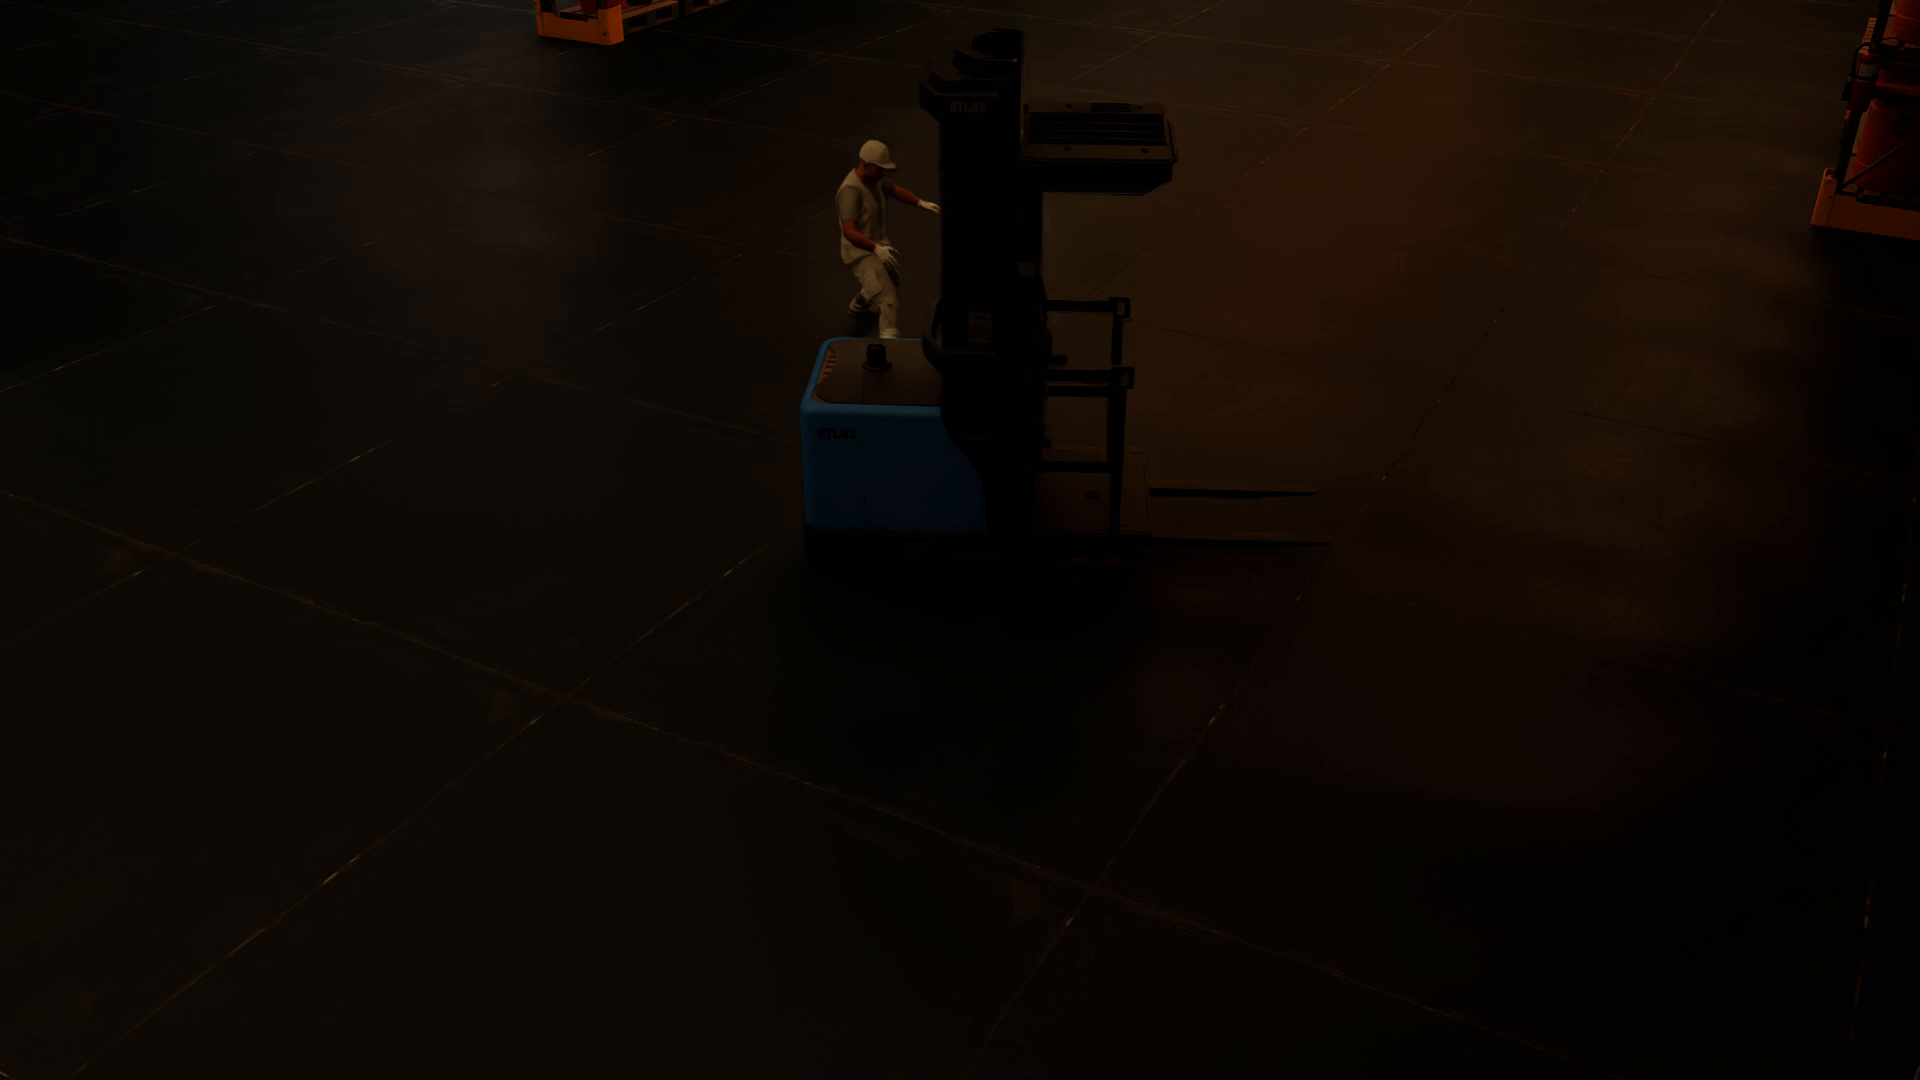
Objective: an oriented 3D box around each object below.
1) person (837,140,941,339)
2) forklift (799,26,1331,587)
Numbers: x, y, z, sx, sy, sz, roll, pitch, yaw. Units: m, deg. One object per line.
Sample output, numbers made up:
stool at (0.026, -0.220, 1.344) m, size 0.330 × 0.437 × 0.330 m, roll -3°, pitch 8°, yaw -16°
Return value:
person at (-0.530, -2.141, 12.142) m, size 1.002 × 1.590 × 1.164 m, roll 10°, pitch 32°, yaw 17°
forklift at (0.635, -1.275, 9.280) m, size 3.031 × 2.935 × 1.130 m, roll 2°, pitch 30°, yaw 3°
